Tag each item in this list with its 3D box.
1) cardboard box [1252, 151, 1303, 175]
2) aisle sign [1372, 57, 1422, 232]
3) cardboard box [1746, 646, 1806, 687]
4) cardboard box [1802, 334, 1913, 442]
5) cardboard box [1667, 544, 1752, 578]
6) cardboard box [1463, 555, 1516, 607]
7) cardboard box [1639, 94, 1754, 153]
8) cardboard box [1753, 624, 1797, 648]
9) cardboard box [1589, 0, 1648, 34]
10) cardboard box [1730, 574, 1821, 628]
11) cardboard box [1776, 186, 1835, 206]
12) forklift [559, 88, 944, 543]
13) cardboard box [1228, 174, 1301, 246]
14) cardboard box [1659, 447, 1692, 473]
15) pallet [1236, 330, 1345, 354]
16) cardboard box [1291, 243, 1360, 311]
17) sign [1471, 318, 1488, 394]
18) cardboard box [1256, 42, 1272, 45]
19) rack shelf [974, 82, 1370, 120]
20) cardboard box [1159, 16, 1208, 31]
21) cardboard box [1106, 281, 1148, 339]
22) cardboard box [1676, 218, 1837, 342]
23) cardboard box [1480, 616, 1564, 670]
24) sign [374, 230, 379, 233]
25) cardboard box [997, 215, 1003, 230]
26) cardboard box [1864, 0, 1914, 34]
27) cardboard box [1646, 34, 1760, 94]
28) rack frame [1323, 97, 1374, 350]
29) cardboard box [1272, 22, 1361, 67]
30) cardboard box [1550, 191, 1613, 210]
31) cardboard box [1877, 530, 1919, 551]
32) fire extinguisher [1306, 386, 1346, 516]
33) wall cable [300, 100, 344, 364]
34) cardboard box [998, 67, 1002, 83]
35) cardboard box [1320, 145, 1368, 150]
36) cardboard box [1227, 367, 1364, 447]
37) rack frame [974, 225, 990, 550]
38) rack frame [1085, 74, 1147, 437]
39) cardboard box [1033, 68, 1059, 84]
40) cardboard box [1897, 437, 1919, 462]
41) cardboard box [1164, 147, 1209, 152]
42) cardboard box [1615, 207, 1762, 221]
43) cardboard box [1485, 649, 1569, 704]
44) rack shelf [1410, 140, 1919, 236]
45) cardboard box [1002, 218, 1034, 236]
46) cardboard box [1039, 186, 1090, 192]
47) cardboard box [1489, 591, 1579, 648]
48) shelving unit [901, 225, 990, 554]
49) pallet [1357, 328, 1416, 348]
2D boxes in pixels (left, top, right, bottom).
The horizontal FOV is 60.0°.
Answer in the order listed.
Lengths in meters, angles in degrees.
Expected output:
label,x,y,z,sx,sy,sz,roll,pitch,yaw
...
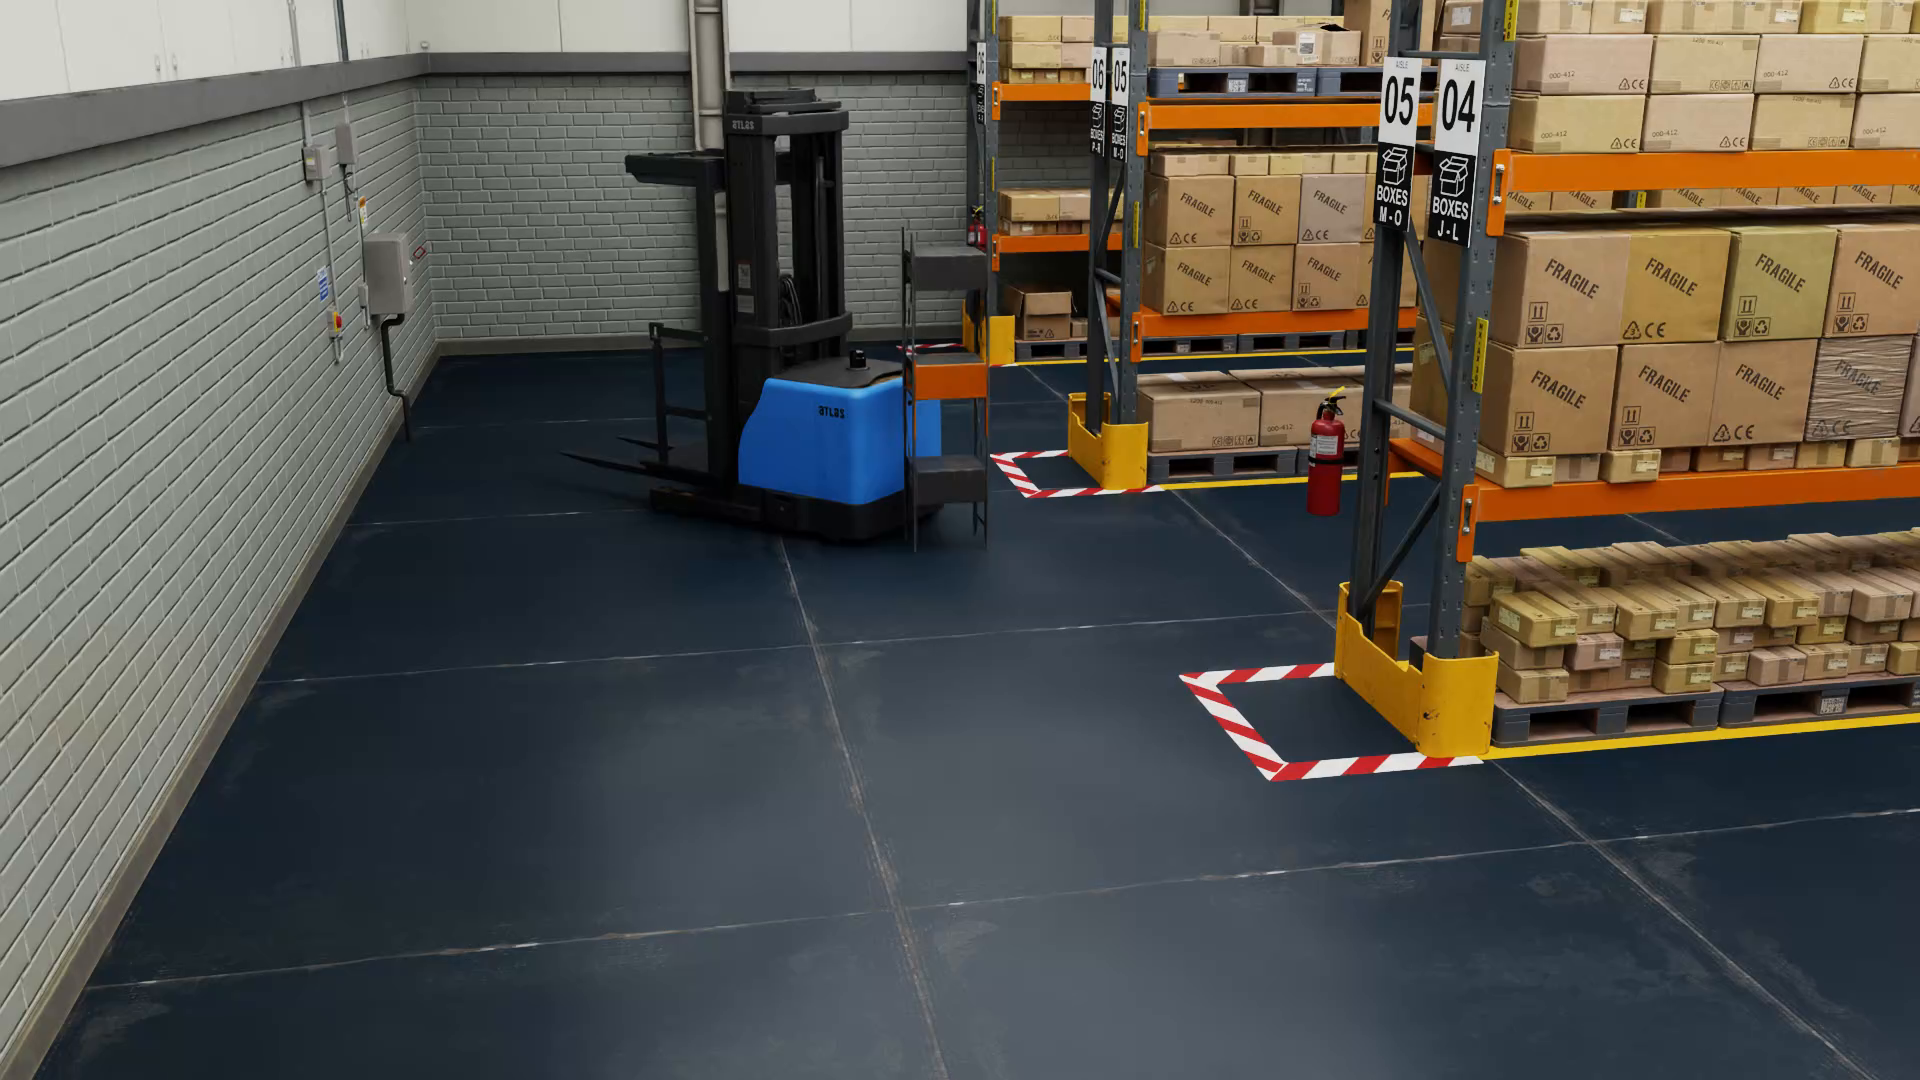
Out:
label,x,y,z,sx,sy,sz,roll,pitch,yaw
cardboard box,2.346,-2.797,12.331,0.250,0.149,0.380,-4,17,-12
aisle sign,2.079,-1.888,7.923,0.004,0.787,0.394,-3,17,-10
cardboard box,4.032,0.595,8.407,0.250,0.149,0.380,-4,18,-13
cardboard box,4.204,-0.790,8.097,0.500,0.500,0.500,-4,17,-12
cardboard box,3.966,0.153,8.830,0.250,0.149,0.380,-4,17,-12
cardboard box,2.679,0.212,8.640,0.250,0.149,0.380,-3,17,-10
cardboard box,3.215,-1.905,7.551,0.500,0.250,0.500,-3,17,-9
cardboard box,4.047,0.411,8.498,0.250,0.149,0.380,-2,17,-8
cardboard box,2.822,-2.316,7.361,0.250,0.149,0.380,-3,17,-8
cardboard box,4.075,0.304,8.340,0.250,0.149,0.380,-3,17,-10
cardboard box,6.570,-2.738,13.245,0.500,0.500,0.500,-4,17,-12
forklift,-1.627,-1.695,11.839,3.031,2.935,1.130,11,20,32
cardboard box,2.200,-2.486,12.423,0.500,0.500,0.500,-4,17,-12
cardboard box,3.333,-0.446,8.084,0.250,0.149,0.380,-2,17,-8
pallet,3.477,-2.267,18.334,1.213,0.211,1.003,-3,17,-10
cardboard box,2.689,-2.036,12.661,0.500,0.500,0.500,-3,17,-11
sign,2.311,-0.821,7.400,0.005,0.325,0.100,-3,17,-10
cardboard box,3.217,-5.011,17.159,0.500,0.250,0.500,-4,17,-12
rack shelf,2.188,-4.617,17.350,4.000,0.370,1.077,-3,17,-10
cardboard box,2.199,-5.197,16.912,0.500,0.250,0.500,-3,17,-9
cardboard box,1.689,-2.464,17.768,0.500,0.500,0.700,-3,17,-8
cardboard box,3.708,-1.232,7.835,0.500,0.500,0.500,-4,17,-12
cardboard box,2.771,0.501,8.204,0.250,0.149,0.380,-3,17,-8
sign,-4.915,-2.363,14.058,0.001,0.494,0.329,-3,17,-10
cardboard box,0.498,-3.391,17.671,0.250,0.149,0.380,-3,17,-11
cardboard box,4.099,-2.385,7.585,0.250,0.149,0.380,-3,17,-9
cardboard box,3.200,-2.143,7.476,0.500,0.250,0.500,-3,17,-11
rack frame,4.151,-3.638,18.048,0.127,3.000,1.000,-3,17,-10
cardboard box,2.648,-3.693,12.385,0.500,0.311,0.500,-3,17,-9
cardboard box,4.686,-2.627,12.884,0.500,0.500,0.500,-3,17,-11
cardboard box,5.237,0.078,9.077,0.250,0.149,0.380,-3,17,-11
fire extinguisher,1.873,-0.467,8.490,0.183,0.674,0.296,-3,17,-10
wall cable,-4.363,-2.164,11.466,0.123,1.953,0.585,-3,17,-10
cardboard box,0.494,-4.814,17.194,0.250,0.149,0.380,-3,17,-9
cardboard box,2.987,-2.994,12.974,0.250,0.149,0.380,-3,17,-9
cardboard box,2.695,-1.080,13.366,0.875,0.438,0.875,-3,17,-9
rack frame,0.144,-0.997,10.980,0.015,2.100,0.400,-3,17,-11
rack frame,1.169,-1.985,12.664,0.127,3.000,1.000,-3,17,-10
cardboard box,0.833,-4.702,16.831,0.250,0.149,0.380,-3,17,-9
cardboard box,4.614,-0.509,8.289,0.250,0.149,0.380,-4,17,-11
cardboard box,1.728,-2.919,12.729,0.250,0.149,0.380,-3,17,-9
cardboard box,3.616,-1.388,8.343,0.500,0.500,0.500,-2,17,-8
cardboard box,2.783,0.662,8.188,0.250,0.149,0.380,-3,17,-9
rack shelf,4.171,-1.765,8.065,4.000,0.370,1.077,-3,17,-10
cardboard box,0.599,-3.234,17.161,0.250,0.149,0.380,-3,17,-11
cardboard box,1.132,-3.616,17.726,0.500,0.250,0.500,-3,17,-10
cardboard box,2.786,0.383,8.083,0.250,0.149,0.380,-4,18,-13
shelving unit,-0.095,-0.982,10.934,0.503,2.100,0.431,-3,17,-11
pallet,4.943,-2.361,18.640,1.213,0.211,1.003,-3,17,-10
